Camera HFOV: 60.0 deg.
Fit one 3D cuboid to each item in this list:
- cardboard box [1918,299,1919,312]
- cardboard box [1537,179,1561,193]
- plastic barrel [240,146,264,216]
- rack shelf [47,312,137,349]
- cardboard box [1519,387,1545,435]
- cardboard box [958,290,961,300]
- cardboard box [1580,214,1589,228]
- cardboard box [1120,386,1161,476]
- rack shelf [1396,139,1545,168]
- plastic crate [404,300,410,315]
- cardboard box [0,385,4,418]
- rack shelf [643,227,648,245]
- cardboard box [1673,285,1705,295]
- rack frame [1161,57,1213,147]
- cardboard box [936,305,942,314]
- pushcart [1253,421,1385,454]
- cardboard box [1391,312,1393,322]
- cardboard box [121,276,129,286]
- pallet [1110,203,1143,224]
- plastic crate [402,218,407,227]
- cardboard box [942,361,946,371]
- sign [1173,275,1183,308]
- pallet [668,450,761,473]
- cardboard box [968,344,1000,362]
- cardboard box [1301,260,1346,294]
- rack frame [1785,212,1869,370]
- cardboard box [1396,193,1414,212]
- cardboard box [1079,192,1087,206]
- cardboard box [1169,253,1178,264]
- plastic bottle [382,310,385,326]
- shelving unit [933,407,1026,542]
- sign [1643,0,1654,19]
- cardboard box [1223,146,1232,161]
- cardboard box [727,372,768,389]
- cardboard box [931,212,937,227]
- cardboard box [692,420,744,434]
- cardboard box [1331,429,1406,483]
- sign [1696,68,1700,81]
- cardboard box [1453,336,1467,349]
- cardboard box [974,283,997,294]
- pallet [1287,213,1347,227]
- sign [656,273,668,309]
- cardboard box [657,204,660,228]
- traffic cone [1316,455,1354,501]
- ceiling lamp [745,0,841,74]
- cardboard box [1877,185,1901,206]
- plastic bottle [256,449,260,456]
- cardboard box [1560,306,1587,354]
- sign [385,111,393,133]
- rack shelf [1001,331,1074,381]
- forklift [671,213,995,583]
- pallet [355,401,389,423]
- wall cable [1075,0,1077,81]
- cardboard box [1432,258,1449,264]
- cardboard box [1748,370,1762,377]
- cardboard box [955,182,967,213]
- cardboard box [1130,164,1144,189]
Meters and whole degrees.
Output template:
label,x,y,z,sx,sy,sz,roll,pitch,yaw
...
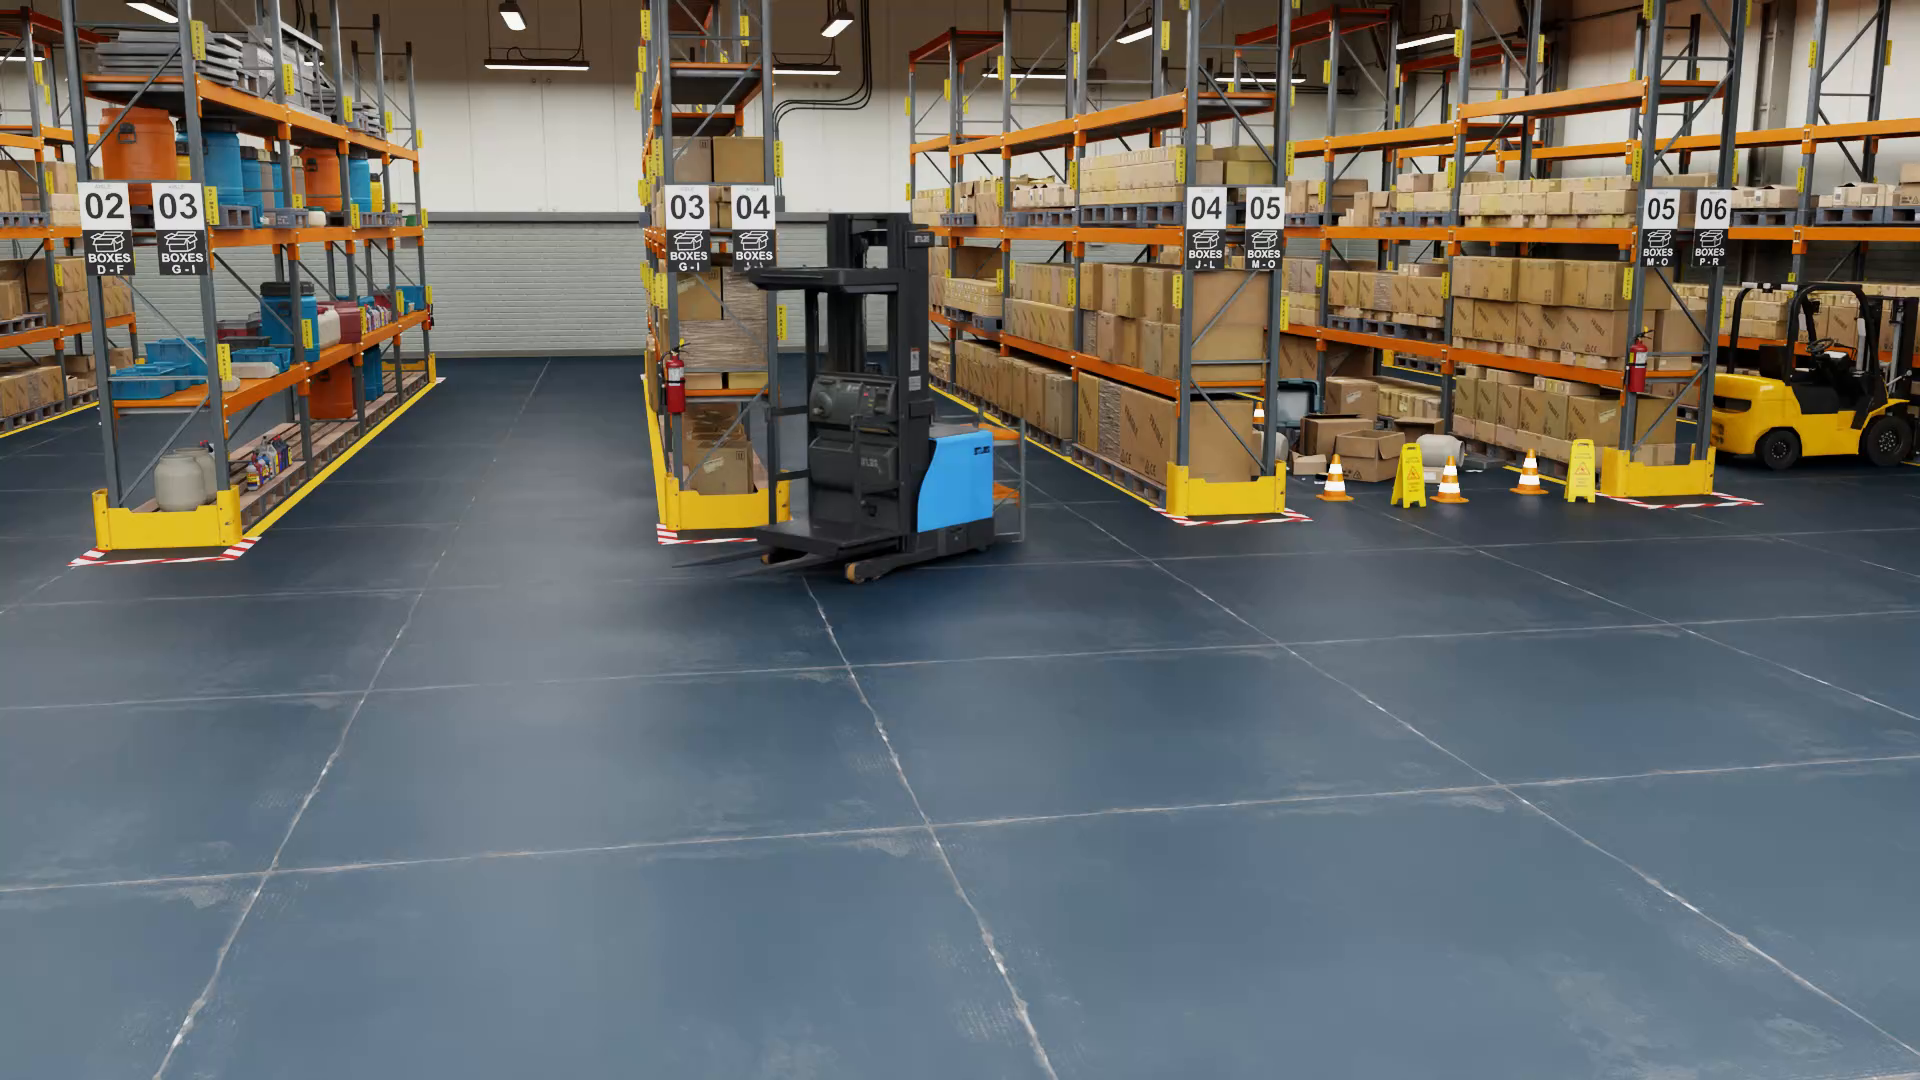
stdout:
label,x,y,z,sx,sy,sz,roll,pitch,yaw
cardboard box,11.796,-2.848,20.191,0.380,0.149,0.250,-2,11,-11
cardboard box,6.817,-4.036,18.948,0.380,0.149,0.250,-2,11,-10
plastic barrel,-8.165,-3.961,18.675,0.600,0.901,0.708,-2,11,-11
rack shelf,-14.658,-3.457,27.314,1.077,0.370,4.000,-2,11,-11
cardboard box,6.896,-1.512,19.399,0.500,0.500,0.500,-2,11,-12
cardboard box,0.168,-3.913,26.540,0.380,0.149,0.250,-2,11,-9
cardboard box,7.077,-3.511,18.325,0.380,0.149,0.250,-2,11,-11
cardboard box,2.298,-1.210,18.144,0.875,0.875,0.875,-2,11,-12
rack shelf,9.649,-7.304,31.488,1.077,0.370,4.000,-2,11,-11
plastic crate,-9.536,-3.937,28.197,0.416,0.233,0.300,-2,11,-11
cardboard box,-13.406,-1.888,22.655,0.500,0.500,0.500,-3,11,-13
rack shelf,-4.940,-5.290,28.923,1.077,0.370,4.000,-2,11,-11
cardboard box,10.859,-3.722,24.781,0.380,0.149,0.250,-2,11,-10
rack frame,4.392,-7.844,32.396,1.000,3.000,0.127,-2,11,-11
cardboard box,-0.210,-4.077,29.319,0.380,0.149,0.250,-3,11,-13
pushcart,4.499,-1.316,21.155,1.648,0.377,0.936,-6,13,-31
cardboard box,6.220,-3.103,23.080,0.380,0.149,0.250,-3,11,-13
cardboard box,-14.690,-4.646,28.695,0.500,0.500,0.500,-2,11,-12
pallet,2.273,-3.554,18.115,1.003,0.211,1.213,-2,11,-11
plastic crate,-9.542,-5.331,27.917,0.437,0.136,0.530,-2,11,-11
cardboard box,-0.104,-3.012,28.760,0.380,0.149,0.250,-3,11,-14
sign,2.133,-2.432,16.275,0.100,0.325,0.005,-2,11,-11
pallet,-2.830,-0.844,19.120,1.003,0.211,1.213,-2,11,-11
cardboard box,0.419,-2.975,26.416,0.500,0.250,0.500,-2,11,-9
cardboard box,5.591,-4.055,25.593,0.500,0.500,0.500,-2,11,-13
rack frame,11.594,-2.877,22.345,1.000,3.000,0.127,-2,11,-11
cardboard box,6.279,-4.591,22.603,0.500,0.250,0.500,-2,11,-10
cardboard box,1.627,-4.024,19.629,0.380,0.149,0.250,-2,11,-12
cardboard box,4.313,-5.245,31.840,0.500,0.500,0.500,-2,11,-13
plastic bottle,-8.944,-3.435,25.604,0.152,0.276,0.135,-2,11,-11
shelving unit,0.168,-0.616,15.480,0.538,1.125,1.048,-4,12,-21
sign,6.955,-5.430,16.790,0.100,0.325,0.005,-2,11,-11
cardboard box,2.867,-3.880,16.740,0.380,0.149,0.250,-2,11,-11
cardboard box,-2.039,-1.540,15.989,0.380,0.149,0.250,-2,11,-11
cardboard box,-0.211,-5.630,29.187,0.500,0.250,0.500,-2,11,-12
cardboard box,-2.640,-1.024,18.168,0.500,0.500,0.500,-3,11,-16
cardboard box,4.679,-0.966,18.981,0.637,0.503,0.797,9,14,38
sign,11.360,-7.116,25.646,0.100,0.325,0.005,-2,11,-11
cardboard box,6.472,-2.503,21.052,0.380,0.149,0.250,-2,11,-11
cardboard box,0.414,-3.823,25.269,0.380,0.149,0.250,-2,11,-9
pallet,5.771,-4.927,25.595,1.213,0.211,1.003,-2,11,-8
sign,-2.765,-2.310,15.421,0.100,0.325,0.005,-2,11,-11
cardboard box,-2.965,-3.456,17.761,0.500,0.250,0.500,-3,11,-13
traffic cone,3.958,-0.667,17.516,0.336,0.463,0.334,-2,11,-11
ceiling lamp,-3.364,-10.936,33.027,2.000,3.185,0.800,-2,11,-11
cardboard box,11.585,-4.257,20.541,0.396,0.266,0.258,-2,11,-12
plastic bottle,-7.441,-0.827,17.661,0.061,0.283,0.133,-2,11,-11
cardboard box,7.035,-2.339,18.456,0.500,0.500,0.500,-2,11,-11
sign,-8.869,-6.487,25.824,0.100,0.325,0.005,-2,11,-11
rack shelf,1.501,-2.511,22.345,1.077,0.370,4.000,-2,11,-11
forklift,-1.030,-1.195,13.692,1.130,2.935,3.031,9,14,39
pallet,-9.059,-1.886,24.594,1.003,0.211,1.213,-2,11,-11
wall cable,1.491,-11.768,36.964,2.355,3.000,0.029,-2,11,-11
cardboard box,9.376,-5.151,31.891,0.500,0.500,0.500,-2,11,-10
cardboard box,11.482,-2.012,23.029,0.875,0.625,0.625,-2,11,-8
cardboard box,0.300,-5.620,27.344,0.700,0.500,0.500,-2,11,-11
cardboard box,2.105,-3.829,17.537,0.500,0.250,0.500,-2,11,-11
